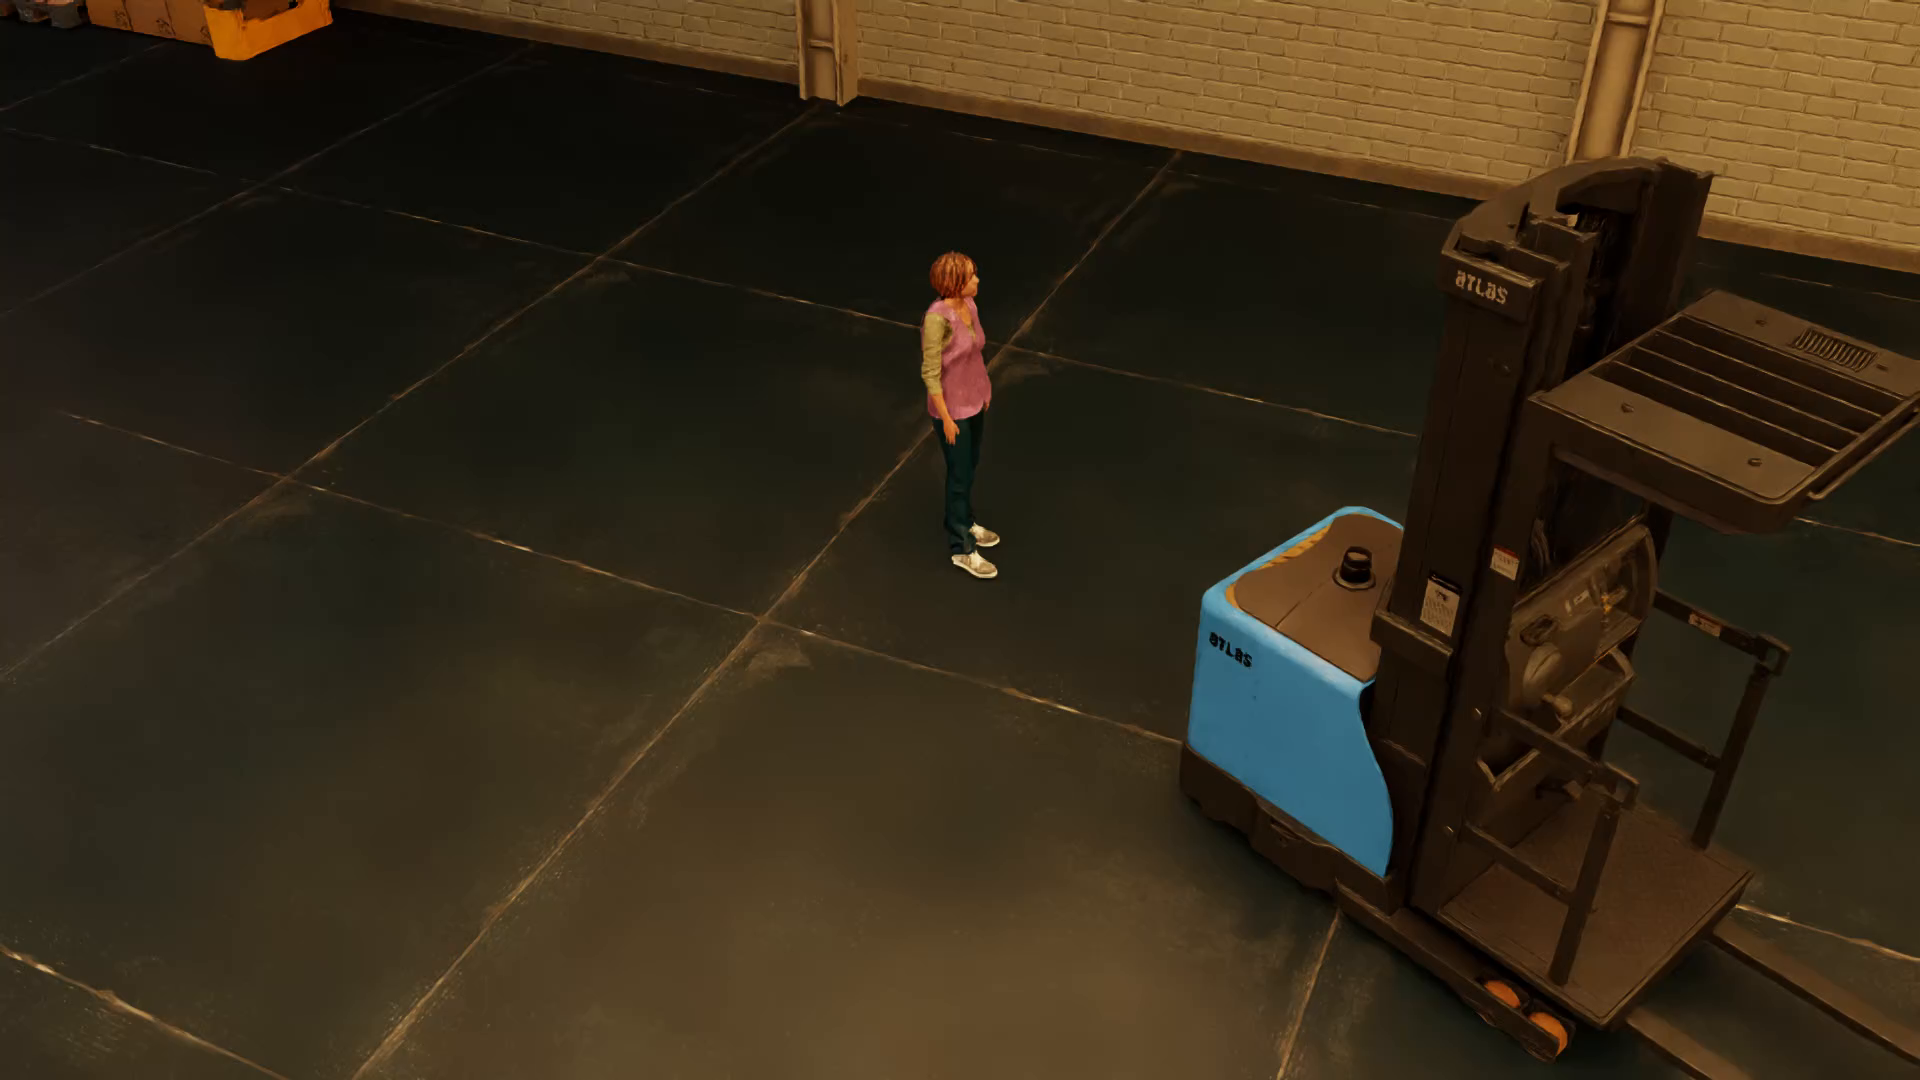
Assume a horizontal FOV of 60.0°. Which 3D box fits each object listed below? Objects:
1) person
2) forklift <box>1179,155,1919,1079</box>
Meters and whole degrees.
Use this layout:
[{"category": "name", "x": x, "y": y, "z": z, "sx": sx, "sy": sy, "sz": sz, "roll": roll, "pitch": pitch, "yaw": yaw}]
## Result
[{"category": "person", "x": 0.062, "y": -0.631, "z": 8.108, "sx": 0.474, "sy": 1.597, "sz": 0.520, "roll": 15, "pitch": 38, "yaw": 20}, {"category": "forklift", "x": 2.283, "y": 0.338, "z": 5.612, "sx": 1.130, "sy": 2.935, "sz": 3.031, "roll": -27, "pitch": 44, "yaw": -33}]
